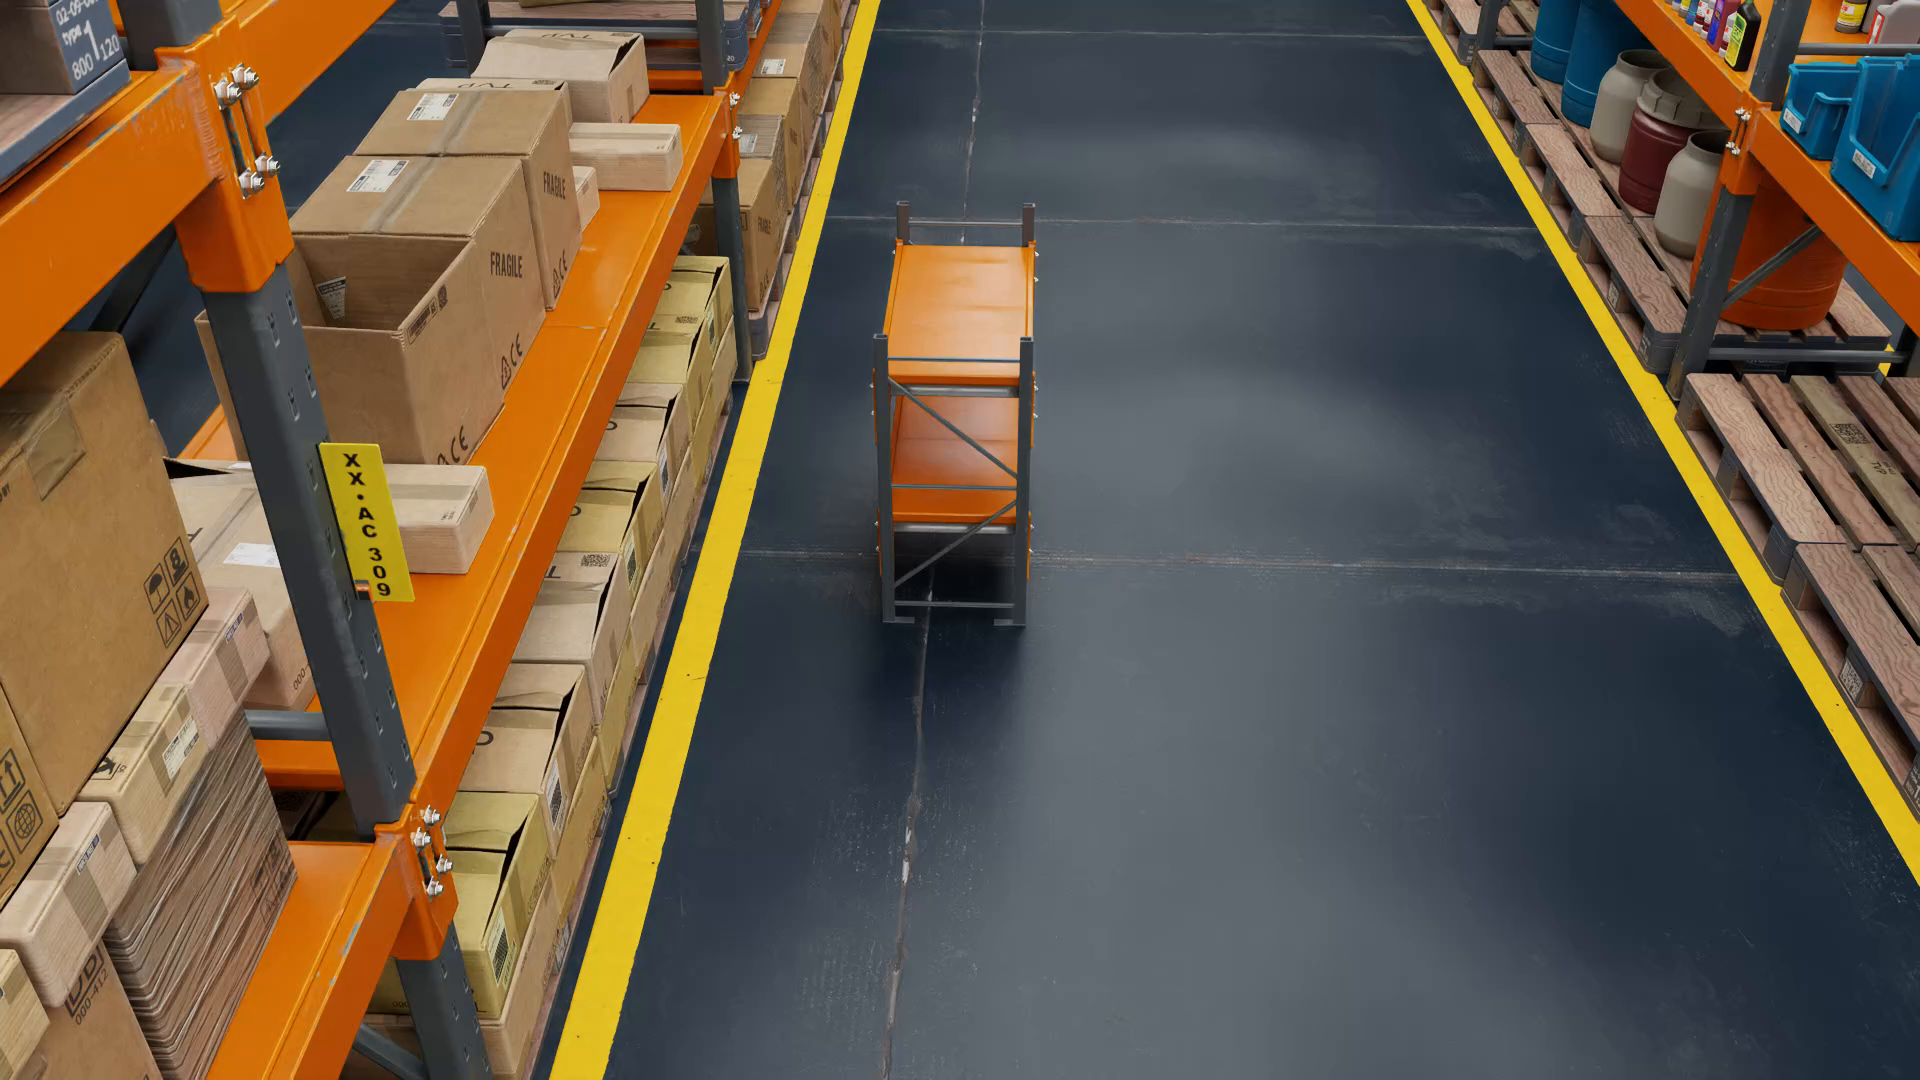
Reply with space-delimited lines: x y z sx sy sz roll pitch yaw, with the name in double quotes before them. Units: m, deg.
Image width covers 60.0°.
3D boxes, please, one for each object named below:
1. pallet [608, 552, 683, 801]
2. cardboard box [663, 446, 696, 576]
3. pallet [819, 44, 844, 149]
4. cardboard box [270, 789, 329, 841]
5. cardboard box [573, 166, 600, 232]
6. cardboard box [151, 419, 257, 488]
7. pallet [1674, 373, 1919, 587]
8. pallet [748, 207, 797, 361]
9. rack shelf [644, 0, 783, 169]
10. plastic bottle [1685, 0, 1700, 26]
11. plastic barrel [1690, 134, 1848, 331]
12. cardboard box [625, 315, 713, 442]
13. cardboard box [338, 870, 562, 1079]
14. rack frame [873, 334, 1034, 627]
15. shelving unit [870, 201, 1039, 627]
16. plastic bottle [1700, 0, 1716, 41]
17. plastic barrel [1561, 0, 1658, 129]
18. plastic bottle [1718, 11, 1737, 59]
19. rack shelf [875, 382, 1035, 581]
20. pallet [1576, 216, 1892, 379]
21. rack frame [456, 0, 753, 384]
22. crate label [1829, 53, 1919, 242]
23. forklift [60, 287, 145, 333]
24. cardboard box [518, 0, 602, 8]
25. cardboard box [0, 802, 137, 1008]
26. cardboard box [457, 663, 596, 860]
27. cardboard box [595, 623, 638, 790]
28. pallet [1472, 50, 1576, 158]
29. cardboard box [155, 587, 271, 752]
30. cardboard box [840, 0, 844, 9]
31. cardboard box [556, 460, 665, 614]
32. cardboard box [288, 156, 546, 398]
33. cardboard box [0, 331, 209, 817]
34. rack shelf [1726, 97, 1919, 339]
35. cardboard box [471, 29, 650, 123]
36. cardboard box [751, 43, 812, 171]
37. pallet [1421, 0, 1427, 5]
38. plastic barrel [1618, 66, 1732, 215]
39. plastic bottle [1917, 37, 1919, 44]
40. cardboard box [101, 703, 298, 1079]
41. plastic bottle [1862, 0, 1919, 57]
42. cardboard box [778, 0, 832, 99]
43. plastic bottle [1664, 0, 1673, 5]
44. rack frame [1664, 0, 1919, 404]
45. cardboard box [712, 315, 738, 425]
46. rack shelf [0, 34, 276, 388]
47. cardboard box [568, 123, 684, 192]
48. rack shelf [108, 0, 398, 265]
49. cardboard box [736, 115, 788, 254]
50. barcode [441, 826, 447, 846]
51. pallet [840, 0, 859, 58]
"pallet" -1.534 0.362 5.551 1.003 0.211 1.213 1 35 2
"cardboard box" -1.228 -0.103 5.815 0.500 0.250 0.500 2 35 3
"pallet" -1.244 -2.639 9.821 1.003 0.211 1.213 1 35 2
"cardboard box" -1.841 0.833 3.994 0.500 0.311 0.500 1 35 2
"cardboard box" -1.405 -1.113 5.443 0.380 0.149 0.250 4 35 5
"cardboard box" -1.719 -0.106 3.909 0.396 0.266 0.258 1 35 1
"pallet" 3.469 -0.248 6.419 1.003 0.211 1.213 1 35 2
"pallet" -1.342 -1.237 7.826 1.003 0.211 1.213 1 35 2
"rack shelf" -1.330 -2.804 8.257 1.077 0.370 4.000 1 35 2
"plastic bottle" 3.169 -2.333 7.073 0.097 0.271 0.097 0 35 0
"plastic barrel" 3.542 -1.398 7.153 0.600 0.830 0.708 1 35 2
"cardboard box" -1.200 -0.620 6.063 0.500 0.311 0.500 1 35 1
"cardboard box" -1.307 1.076 4.137 0.500 0.250 0.500 1 35 1
"rack frame" -0.020 -0.172 5.517 0.500 1.125 0.032 1 35 2
"shelving unit" 0.000 -0.464 5.932 0.538 1.125 1.048 1 35 2
"plastic bottle" 3.161 -2.192 6.934 0.097 0.201 0.097 0 35 0
"plastic barrel" 3.632 -2.725 8.979 0.600 0.901 0.708 1 35 2
"plastic bottle" 3.152 -2.060 6.745 0.097 0.201 0.097 0 35 0
"rack shelf" 0.000 -0.264 6.073 0.538 0.278 1.000 1 35 2
"pallet" 3.529 -1.146 7.697 1.003 0.211 1.213 1 35 2
"rack frame" -1.410 -1.950 6.415 1.000 3.000 0.127 1 35 2
"crate label" 3.229 -1.283 5.436 0.502 0.435 0.616 1 35 2
"forklift" -3.901 -1.309 5.564 1.130 2.935 3.031 -3 35 -4
"cardboard box" -1.498 -2.527 6.784 0.700 0.500 0.500 -10 36 -14
"cardboard box" -1.388 0.496 2.284 0.380 0.149 0.250 0 35 1
"cardboard box" -1.280 0.553 4.393 0.500 0.311 0.500 1 35 1
"cardboard box" -1.267 0.484 4.978 0.500 0.250 0.500 0 35 0
"pallet" 3.627 -2.548 9.692 1.003 0.211 1.213 1 35 2
"cardboard box" -1.368 0.203 2.701 0.380 0.149 0.250 1 35 2
"cardboard box" -1.017 -3.564 10.668 0.500 0.311 0.500 1 35 2
"cardboard box" -1.245 -0.043 5.240 0.500 0.311 0.500 2 35 3
"cardboard box" -1.482 -0.724 4.584 0.500 0.500 0.500 1 35 2
"cardboard box" -1.582 0.032 2.381 0.700 0.500 0.500 1 35 2
"rack shelf" 3.459 -0.390 4.821 1.077 0.370 4.000 1 35 2
"cardboard box" -1.468 -1.705 6.145 0.500 0.311 0.500 3 35 5
"cardboard box" -1.050 -2.251 8.635 0.500 0.500 0.500 0 35 0
"pallet" 3.737 -4.116 11.924 1.003 0.211 1.213 1 35 2
"plastic barrel" 3.587 -1.949 8.146 0.600 0.588 0.708 1 35 2
"plastic bottle" 3.879 -2.023 6.628 0.152 0.276 0.135 1 35 2
"cardboard box" -1.582 0.563 2.754 0.700 0.500 0.500 0 35 1
"plastic bottle" 3.727 -2.027 6.633 0.152 0.276 0.135 1 35 2
"cardboard box" -1.011 -2.831 9.461 0.500 0.500 0.500 1 35 2
"plastic bottle" 3.181 -2.472 7.332 0.097 0.201 0.097 0 35 0
"rack frame" 3.539 -1.833 6.249 1.000 3.000 0.127 1 35 2
"cardboard box" -1.188 -0.688 6.647 0.500 0.250 0.500 2 35 3
"rack shelf" -1.651 0.565 0.855 1.077 0.370 4.000 1 35 2
"cardboard box" -1.170 -1.324 5.743 0.380 0.149 0.250 1 35 2
"rack shelf" -1.491 -1.733 4.125 1.077 0.370 4.000 1 35 2
"cardboard box" -1.091 -1.663 7.798 0.500 0.500 0.500 0 35 0
"barcode" -1.145 0.661 3.656 0.001 0.075 0.075 1 35 2
"pallet" -1.221 -3.501 11.049 1.003 0.211 1.213 1 35 2
